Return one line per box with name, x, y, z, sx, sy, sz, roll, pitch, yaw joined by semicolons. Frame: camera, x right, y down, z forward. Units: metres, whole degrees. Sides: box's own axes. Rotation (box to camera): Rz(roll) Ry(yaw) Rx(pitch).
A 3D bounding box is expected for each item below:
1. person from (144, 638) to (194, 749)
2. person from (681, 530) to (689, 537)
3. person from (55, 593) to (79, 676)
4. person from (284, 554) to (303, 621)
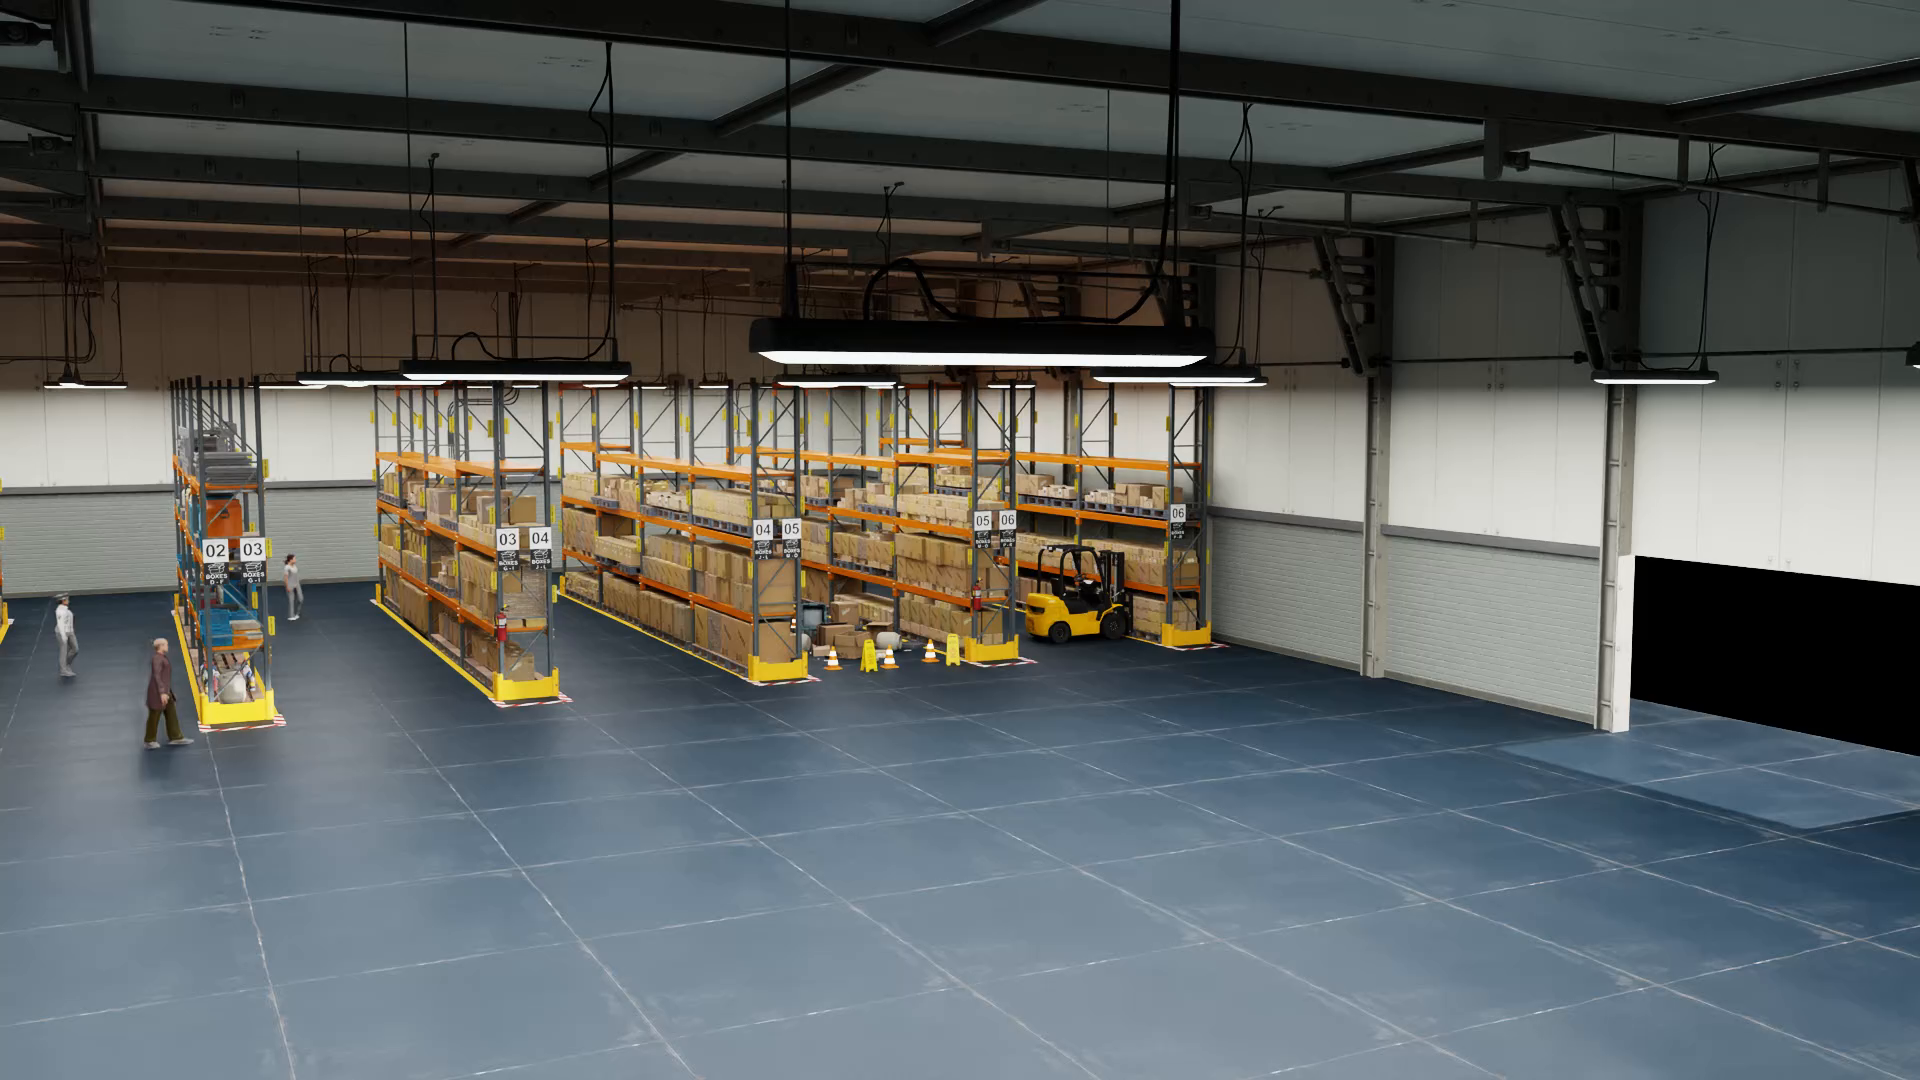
person;-12.810;2.461;26.763;0.693;1.767;0.616;0;5;-5
person;-8.669;0.163;52.528;0.597;1.795;0.444;-1;5;-14
person;-18.085;1.911;33.620;0.370;1.693;0.524;0;5;1
person;-16.812;1.179;41.823;0.509;1.671;0.499;4;6;36
